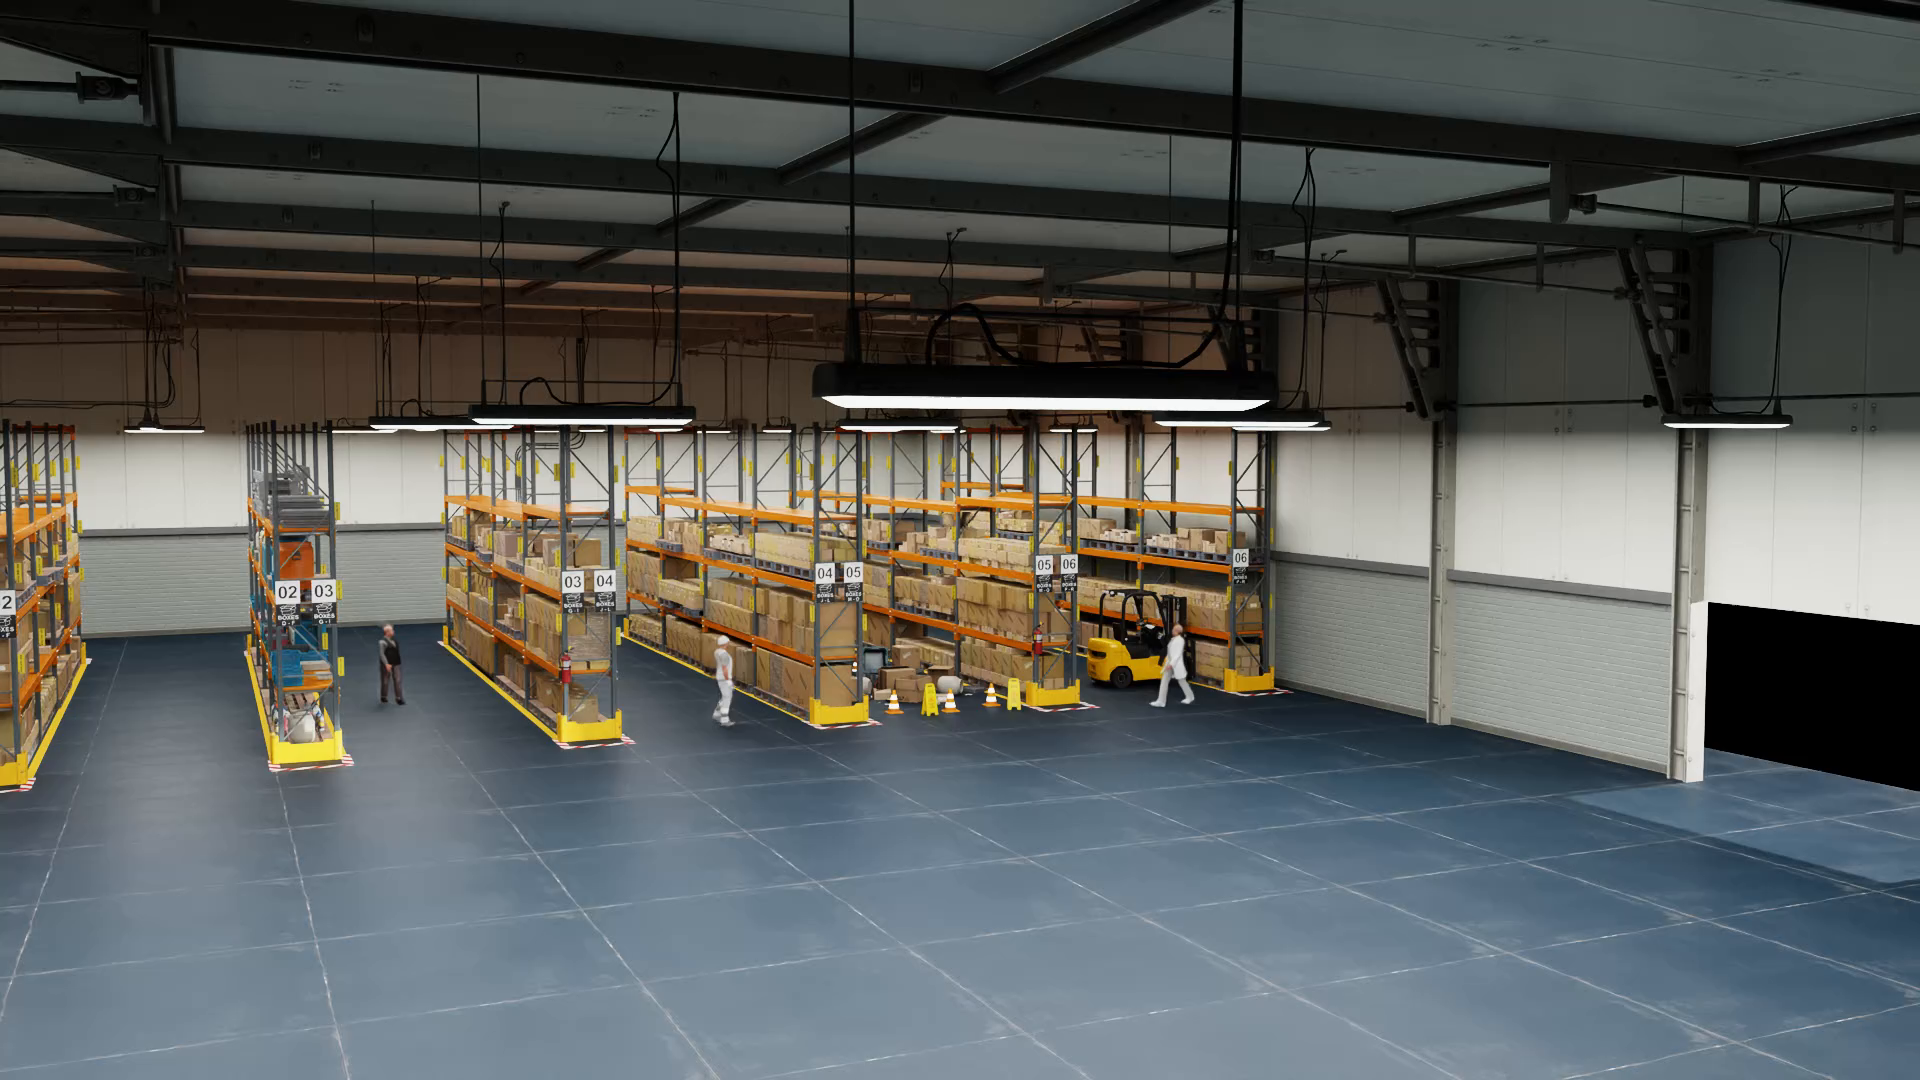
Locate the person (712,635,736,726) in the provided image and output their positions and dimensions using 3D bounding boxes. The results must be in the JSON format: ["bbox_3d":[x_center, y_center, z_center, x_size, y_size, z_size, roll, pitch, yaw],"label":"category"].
[{"bbox_3d":[-4.684,2.776,32.949,0.479,1.791,0.605,-1,4,-8],"label":"person"}]

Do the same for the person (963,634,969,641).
[{"bbox_3d":[0.150,2.085,43.886,0.388,1.778,0.552,-1,4,-21],"label":"person"}]

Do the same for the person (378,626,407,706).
[{"bbox_3d":[-12.087,2.668,35.271,0.485,1.675,0.997,-2,4,-32],"label":"person"}]

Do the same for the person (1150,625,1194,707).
[{"bbox_3d":[4.531,2.656,35.134,1.144,1.730,0.533,-4,5,-45],"label":"person"}]
